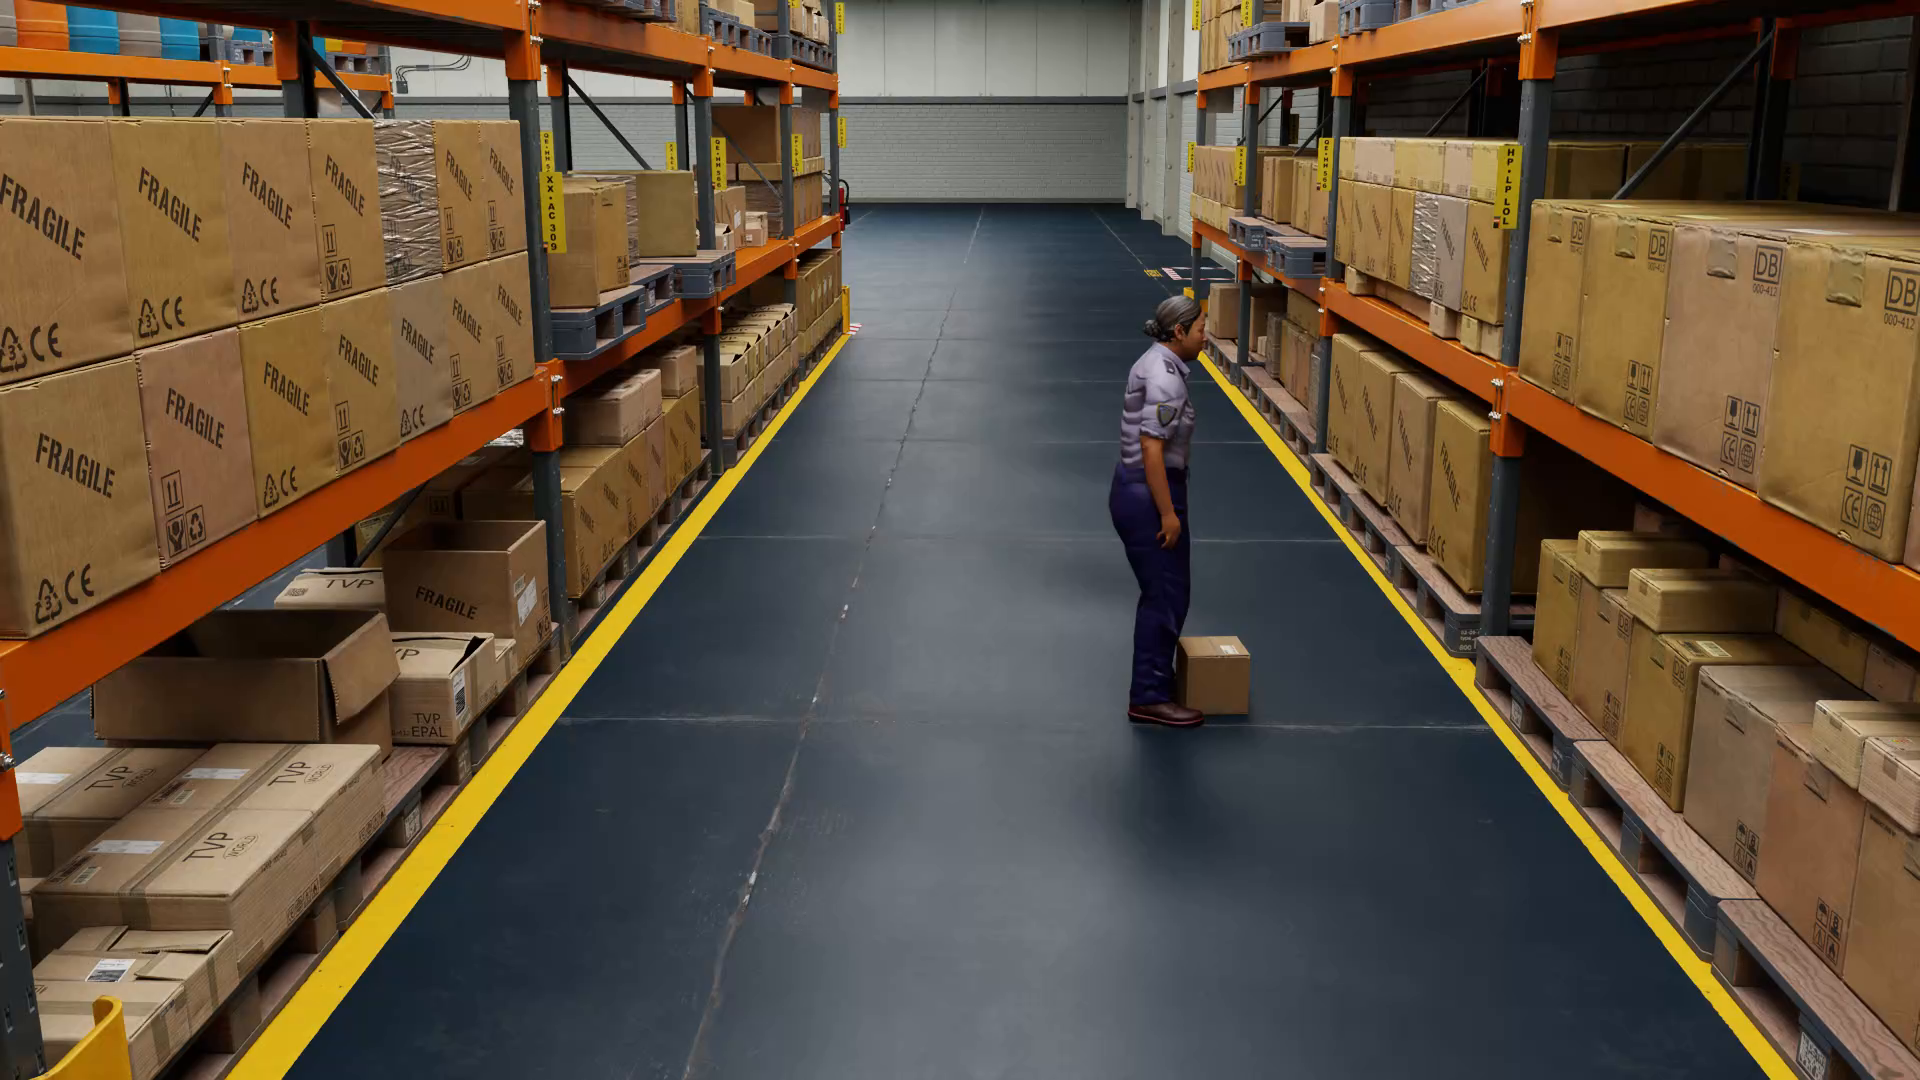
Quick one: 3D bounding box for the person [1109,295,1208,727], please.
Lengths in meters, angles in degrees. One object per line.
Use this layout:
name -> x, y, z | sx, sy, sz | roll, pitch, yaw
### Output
person -> 0.800, -0.132, 6.545 | 0.419, 1.651, 0.537 | 0, 14, 1
